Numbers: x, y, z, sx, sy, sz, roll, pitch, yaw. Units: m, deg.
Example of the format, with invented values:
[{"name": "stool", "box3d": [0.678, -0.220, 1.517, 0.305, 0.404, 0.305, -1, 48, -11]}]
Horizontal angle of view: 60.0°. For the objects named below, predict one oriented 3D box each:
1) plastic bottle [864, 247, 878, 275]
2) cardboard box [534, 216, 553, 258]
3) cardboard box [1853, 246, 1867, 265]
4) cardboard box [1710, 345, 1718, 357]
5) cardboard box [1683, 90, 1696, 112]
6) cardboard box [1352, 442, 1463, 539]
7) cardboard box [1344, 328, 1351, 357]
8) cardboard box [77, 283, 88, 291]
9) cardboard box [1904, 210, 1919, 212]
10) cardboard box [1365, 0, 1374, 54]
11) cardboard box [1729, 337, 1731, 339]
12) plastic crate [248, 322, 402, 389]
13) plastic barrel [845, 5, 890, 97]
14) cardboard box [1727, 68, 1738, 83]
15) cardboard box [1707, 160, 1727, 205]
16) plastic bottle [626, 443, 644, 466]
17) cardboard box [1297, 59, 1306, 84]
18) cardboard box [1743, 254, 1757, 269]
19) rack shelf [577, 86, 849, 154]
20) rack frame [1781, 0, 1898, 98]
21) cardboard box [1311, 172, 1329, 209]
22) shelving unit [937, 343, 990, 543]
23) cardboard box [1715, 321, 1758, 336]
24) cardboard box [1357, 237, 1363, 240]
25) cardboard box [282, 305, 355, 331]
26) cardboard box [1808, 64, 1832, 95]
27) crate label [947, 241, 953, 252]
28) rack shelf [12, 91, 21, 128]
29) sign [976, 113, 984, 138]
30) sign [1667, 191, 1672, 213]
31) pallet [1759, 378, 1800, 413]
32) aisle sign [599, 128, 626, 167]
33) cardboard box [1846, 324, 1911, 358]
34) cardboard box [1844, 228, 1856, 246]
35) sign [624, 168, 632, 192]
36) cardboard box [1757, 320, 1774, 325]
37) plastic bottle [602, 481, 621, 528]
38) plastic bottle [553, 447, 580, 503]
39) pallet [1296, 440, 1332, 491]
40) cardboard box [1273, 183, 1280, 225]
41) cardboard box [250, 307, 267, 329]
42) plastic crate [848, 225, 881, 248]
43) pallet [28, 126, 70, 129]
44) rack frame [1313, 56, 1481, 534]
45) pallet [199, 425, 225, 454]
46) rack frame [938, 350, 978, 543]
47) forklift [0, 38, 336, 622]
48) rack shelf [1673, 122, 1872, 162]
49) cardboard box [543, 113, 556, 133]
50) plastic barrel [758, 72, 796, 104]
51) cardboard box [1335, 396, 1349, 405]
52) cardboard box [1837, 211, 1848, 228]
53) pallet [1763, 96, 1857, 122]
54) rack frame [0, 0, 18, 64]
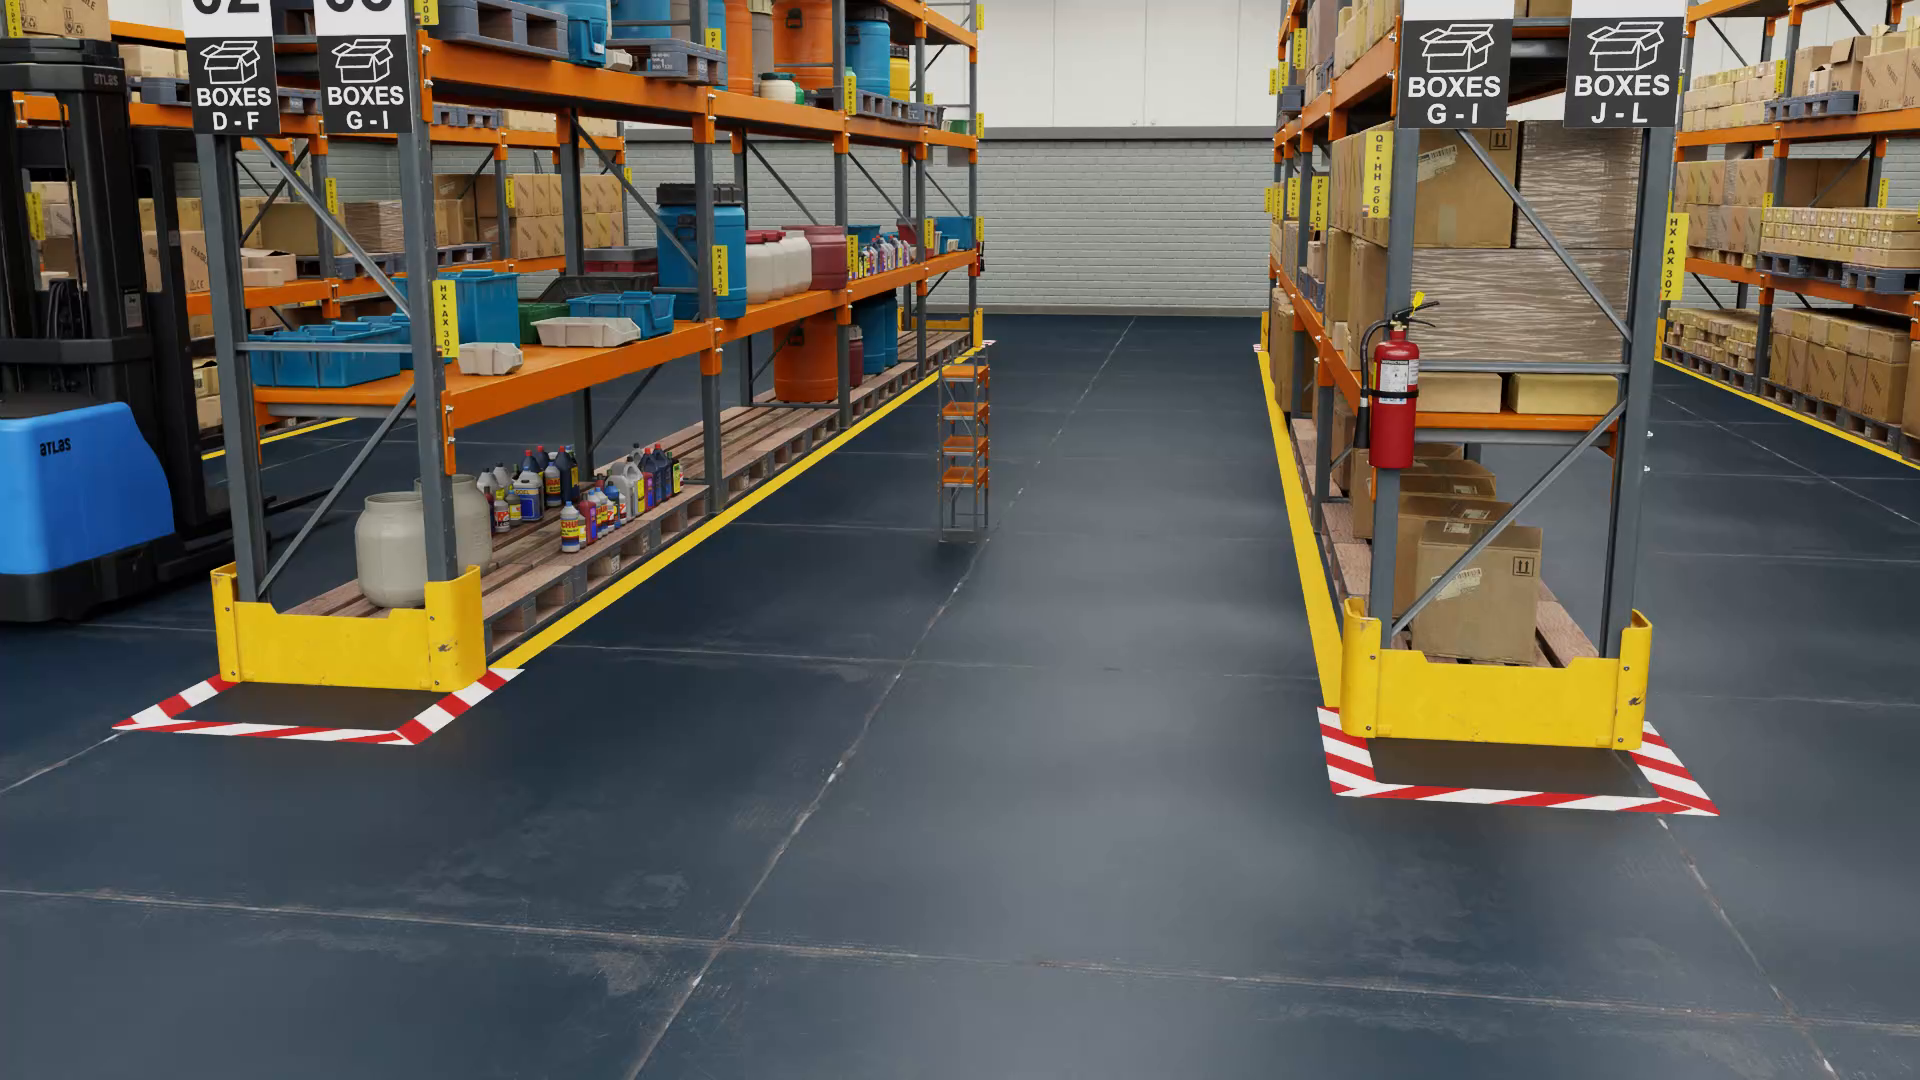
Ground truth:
[{"name": "plastic bottle", "box3d": [-0.907, -2.801, 16.663, 0.152, 0.276, 0.135, 2, 12, 9]}, {"name": "cardboard box", "box3d": [-5.362, -3.740, 20.489, 0.500, 0.500, 0.500, 2, 12, 10]}, {"name": "cardboard box", "box3d": [7.974, -2.456, 14.369, 0.380, 0.149, 0.250, 2, 12, 10]}, {"name": "cardboard box", "box3d": [8.878, -2.155, 19.145, 0.380, 0.149, 0.250, 2, 12, 10]}, {"name": "cardboard box", "box3d": [9.178, -5.369, 20.333, 0.500, 0.250, 0.500, 2, 12, 10]}, {"name": "cardboard box", "box3d": [2.591, -0.282, 9.617, 0.500, 0.500, 0.500, 6, 14, 27]}, {"name": "cardboard box", "box3d": [2.225, -1.029, 8.746, 0.380, 0.149, 0.250, 2, 12, 9]}, {"name": "cardboard box", "box3d": [-6.677, -1.877, 12.678, 0.380, 0.149, 0.250, 2, 12, 9]}, {"name": "cardboard box", "box3d": [8.736, -2.888, 14.960, 0.380, 0.149, 0.250, 2, 12, 10]}, {"name": "cardboard box", "box3d": [2.141, -2.379, 7.649, 0.500, 0.250, 0.500, 2, 12, 10]}, {"name": "cardboard box", "box3d": [8.811, -2.179, 18.546, 0.380, 0.149, 0.250, 2, 12, 9]}, {"name": "plastic crate", "box3d": [-2.955, -0.869, 7.758, 0.499, 0.251, 0.616, 2, 12, 9]}, {"name": "plastic barrel", "box3d": [-1.003, -4.882, 16.720, 0.600, 0.901, 0.708, 2, 12, 9]}, {"name": "cardboard box", "box3d": [8.858, -5.213, 18.666, 0.380, 0.149, 0.250, 2, 12, 8]}, {"name": "cardboard box", "box3d": [8.924, -4.095, 19.060, 0.500, 0.500, 0.500, 1, 12, 7]}, {"name": "plastic bottle", "box3d": [-2.078, -0.442, 10.667, 0.144, 0.351, 0.185, 2, 12, 9]}, {"name": "cardboard box", "box3d": [4.064, -5.099, 18.444, 0.700, 0.500, 0.500, 1, 12, 5]}, {"name": "cardboard box", "box3d": [8.633, -2.985, 17.820, 0.380, 0.149, 0.250, 2, 12, 7]}, {"name": "rack shelf", "box3d": [-1.814, -3.191, 12.769, 1.077, 0.370, 4.000, 2, 12, 9]}, {"name": "rack frame", "box3d": [8.888, -5.916, 16.585, 1.000, 3.000, 0.127, 2, 12, 9]}, {"name": "cardboard box", "box3d": [3.516, -3.023, 14.784, 0.797, 0.503, 0.637, 2, 12, 11]}, {"name": "shelving unit", "box3d": [0.025, -0.621, 10.527, 0.258, 1.200, 0.503, 2, 12, 9]}, {"name": "cardboard box", "box3d": [8.784, -2.386, 18.802, 0.380, 0.149, 0.250, 1, 12, 6]}, {"name": "cardboard box", "box3d": [2.347, -1.186, 7.932, 0.875, 0.500, 0.500, 2, 12, 9]}, {"name": "cardboard box", "box3d": [-6.484, -2.228, 16.821, 0.500, 0.250, 0.500, 2, 12, 11]}, {"name": "cardboard box", "box3d": [8.545, -4.435, 16.048, 0.500, 0.311, 0.500, 2, 12, 8]}, {"name": "crate label", "box3d": [-0.300, -3.765, 21.325, 0.396, 0.136, 0.243, 2, 12, 9]}, {"name": "rack shelf", "box3d": [-7.323, -2.520, 9.654, 1.077, 0.370, 4.000, 2, 12, 9]}, {"name": "sign", "box3d": [0.270, -5.559, 22.297, 0.100, 0.325, 0.005, 2, 12, 9]}, {"name": "sign", "box3d": [8.967, -4.257, 21.071, 0.100, 0.325, 0.005, 2, 12, 9]}, {"name": "pallet", "box3d": [8.770, -1.458, 16.759, 1.003, 0.211, 1.213, 2, 12, 9]}, {"name": "aisle sign", "box3d": [-4.857, -5.595, 23.163, 0.394, 0.787, 0.004, 2, 12, 9]}, {"name": "cardboard box", "box3d": [8.186, -1.757, 14.683, 0.500, 0.250, 0.500, 2, 12, 9]}, {"name": "cardboard box", "box3d": [8.015, -2.659, 14.604, 0.380, 0.149, 0.250, 2, 12, 9]}, {"name": "sign", "box3d": [-4.625, -5.018, 23.159, 0.100, 0.325, 0.005, 2, 12, 9]}, {"name": "cardboard box", "box3d": [9.335, -2.425, 18.985, 0.380, 0.149, 0.250, 1, 12, 6]}, {"name": "plastic bottle", "box3d": [-2.051, -0.211, 9.783, 0.097, 0.271, 0.097, 0, 12, 0]}, {"name": "plastic bottle", "box3d": [-2.513, -0.421, 10.571, 0.144, 0.351, 0.185, 2, 12, 9]}, {"name": "pallet", "box3d": [3.076, -0.554, 12.561, 1.003, 0.211, 1.213, 2, 12, 9]}, {"name": "cardboard box", "box3d": [4.127, -4.133, 20.422, 0.500, 0.500, 0.500, 2, 12, 7]}, {"name": "cardboard box", "box3d": [-10.151, -3.210, 23.203, 0.700, 0.500, 0.500, 2, 12, 8]}, {"name": "plastic crate", "box3d": [-1.156, -3.455, 19.303, 0.392, 0.384, 0.575, 2, 12, 9]}, {"name": "pallet", "box3d": [-10.773, -4.827, 19.106, 0.805, 0.209, 1.217, 1, 12, 6]}, {"name": "rack frame", "box3d": [2.772, -1.500, 10.333, 1.000, 3.000, 0.127, 2, 12, 9]}, {"name": "pallet", "box3d": [-6.755, -0.868, 14.019, 1.003, 0.211, 1.213, 2, 12, 9]}, {"name": "rack frame", "box3d": [-0.012, -0.570, 10.291, 0.240, 1.200, 0.015, 2, 12, 9]}, {"name": "forklift", "box3d": [-4.761, -1.284, 9.494, 1.130, 2.935, 3.031, 2, 12, 11]}, {"name": "rack shelf", "box3d": [9.196, -4.514, 18.909, 1.077, 0.370, 4.000, 2, 12, 9]}, {"name": "cardboard box", "box3d": [-5.307, -5.181, 20.651, 0.500, 0.250, 0.500, 2, 12, 9]}, {"name": "plastic barrel", "box3d": [-1.471, -3.619, 13.376, 0.301, 0.262, 0.301, 0, 12, 0]}, {"name": "cardboard box", "box3d": [2.980, -0.719, 11.598, 0.700, 0.500, 0.500, 2, 12, 8]}, {"name": "cardboard box", "box3d": [8.057, -2.853, 14.801, 0.380, 0.149, 0.250, 2, 12, 9]}, {"name": "pallet", "box3d": [8.688, -4.233, 16.341, 1.213, 0.211, 1.003, 2, 12, 9]}, {"name": "rack frame", "box3d": [-7.015, -4.754, 11.194, 1.000, 3.000, 0.127, 2, 12, 9]}]
